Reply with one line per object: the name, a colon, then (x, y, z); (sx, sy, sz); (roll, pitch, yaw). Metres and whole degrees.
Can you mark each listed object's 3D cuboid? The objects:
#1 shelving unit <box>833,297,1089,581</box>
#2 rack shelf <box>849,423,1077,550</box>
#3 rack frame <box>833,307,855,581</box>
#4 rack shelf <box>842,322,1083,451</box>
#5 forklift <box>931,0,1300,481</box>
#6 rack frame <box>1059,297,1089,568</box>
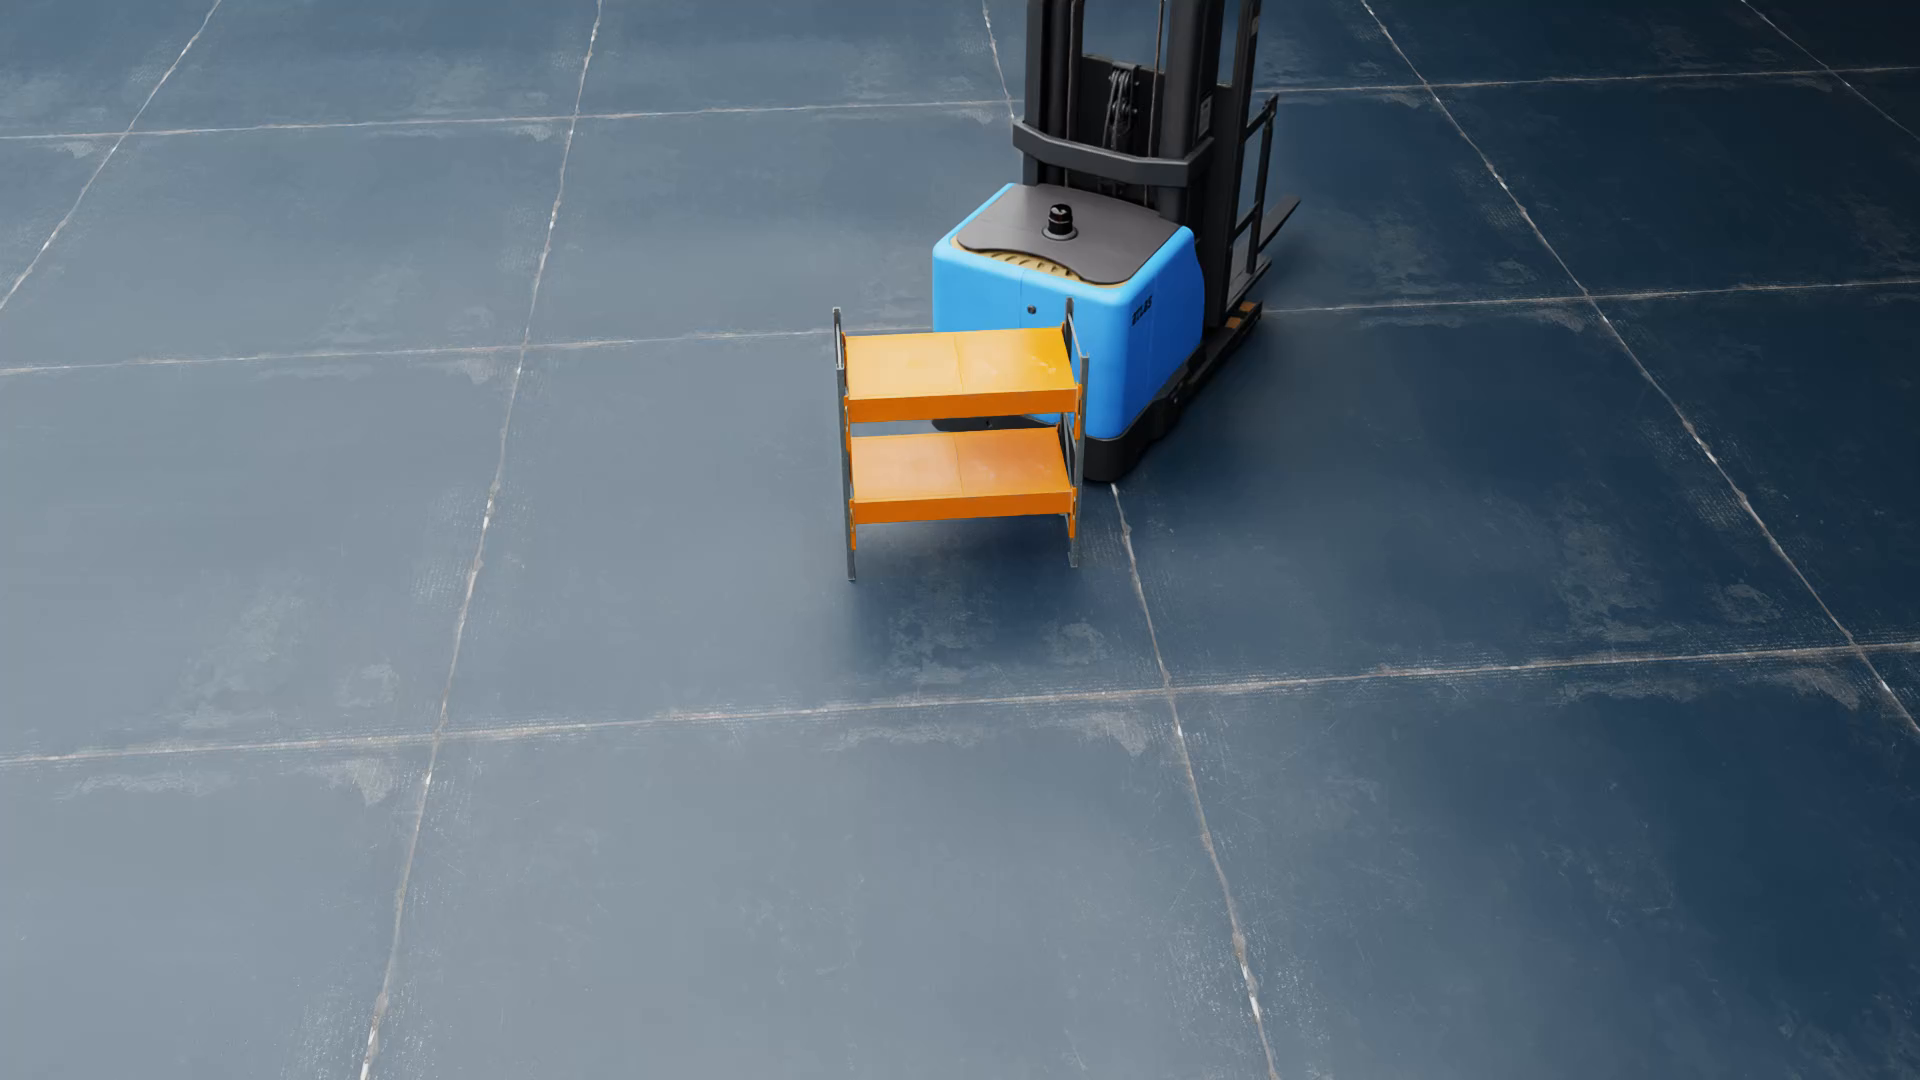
shelving unit: (-0.007, -0.441, 7.401); (1.048, 1.125, 0.538); (-3, 38, -4)
rack shelf: (-0.007, -0.249, 7.553); (1.000, 0.278, 0.538); (-3, 38, -4)
rack frame: (-0.513, -0.413, 7.366); (0.032, 1.125, 0.500); (-3, 38, -4)
rack shelf: (-0.007, -0.671, 7.220); (1.000, 0.278, 0.538); (-3, 38, -4)
forklift: (1.015, -2.328, 8.335); (1.130, 2.935, 3.031); (19, 42, 23)
rack frame: (0.500, -0.469, 7.436); (0.032, 1.125, 0.500); (-3, 38, -4)
